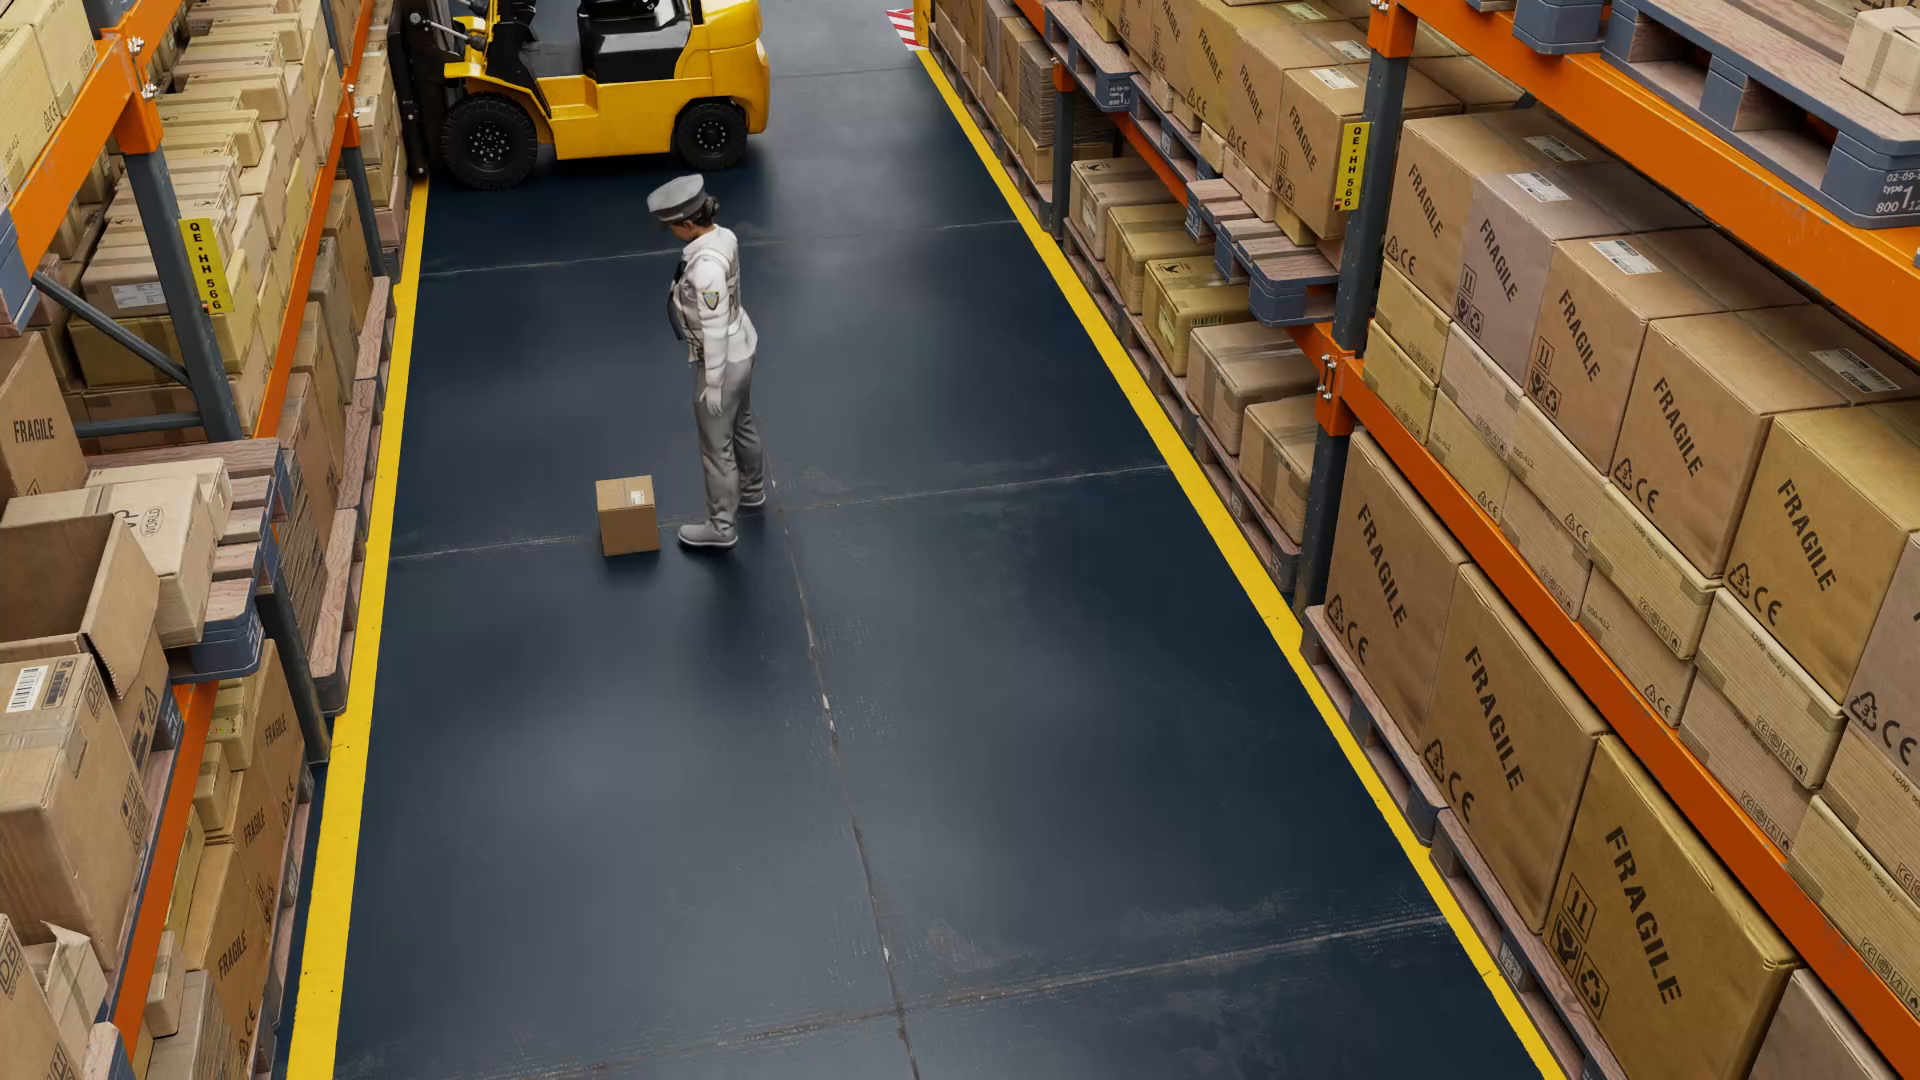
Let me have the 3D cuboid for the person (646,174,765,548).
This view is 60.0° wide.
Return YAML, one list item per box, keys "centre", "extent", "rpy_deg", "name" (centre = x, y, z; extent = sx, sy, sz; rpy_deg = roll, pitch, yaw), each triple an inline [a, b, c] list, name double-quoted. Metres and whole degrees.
- centre: [-1.080, -0.770, 7.230]
  extent: [0.406, 1.668, 0.523]
  rpy_deg: [0, 35, 0]
  name: "person"
